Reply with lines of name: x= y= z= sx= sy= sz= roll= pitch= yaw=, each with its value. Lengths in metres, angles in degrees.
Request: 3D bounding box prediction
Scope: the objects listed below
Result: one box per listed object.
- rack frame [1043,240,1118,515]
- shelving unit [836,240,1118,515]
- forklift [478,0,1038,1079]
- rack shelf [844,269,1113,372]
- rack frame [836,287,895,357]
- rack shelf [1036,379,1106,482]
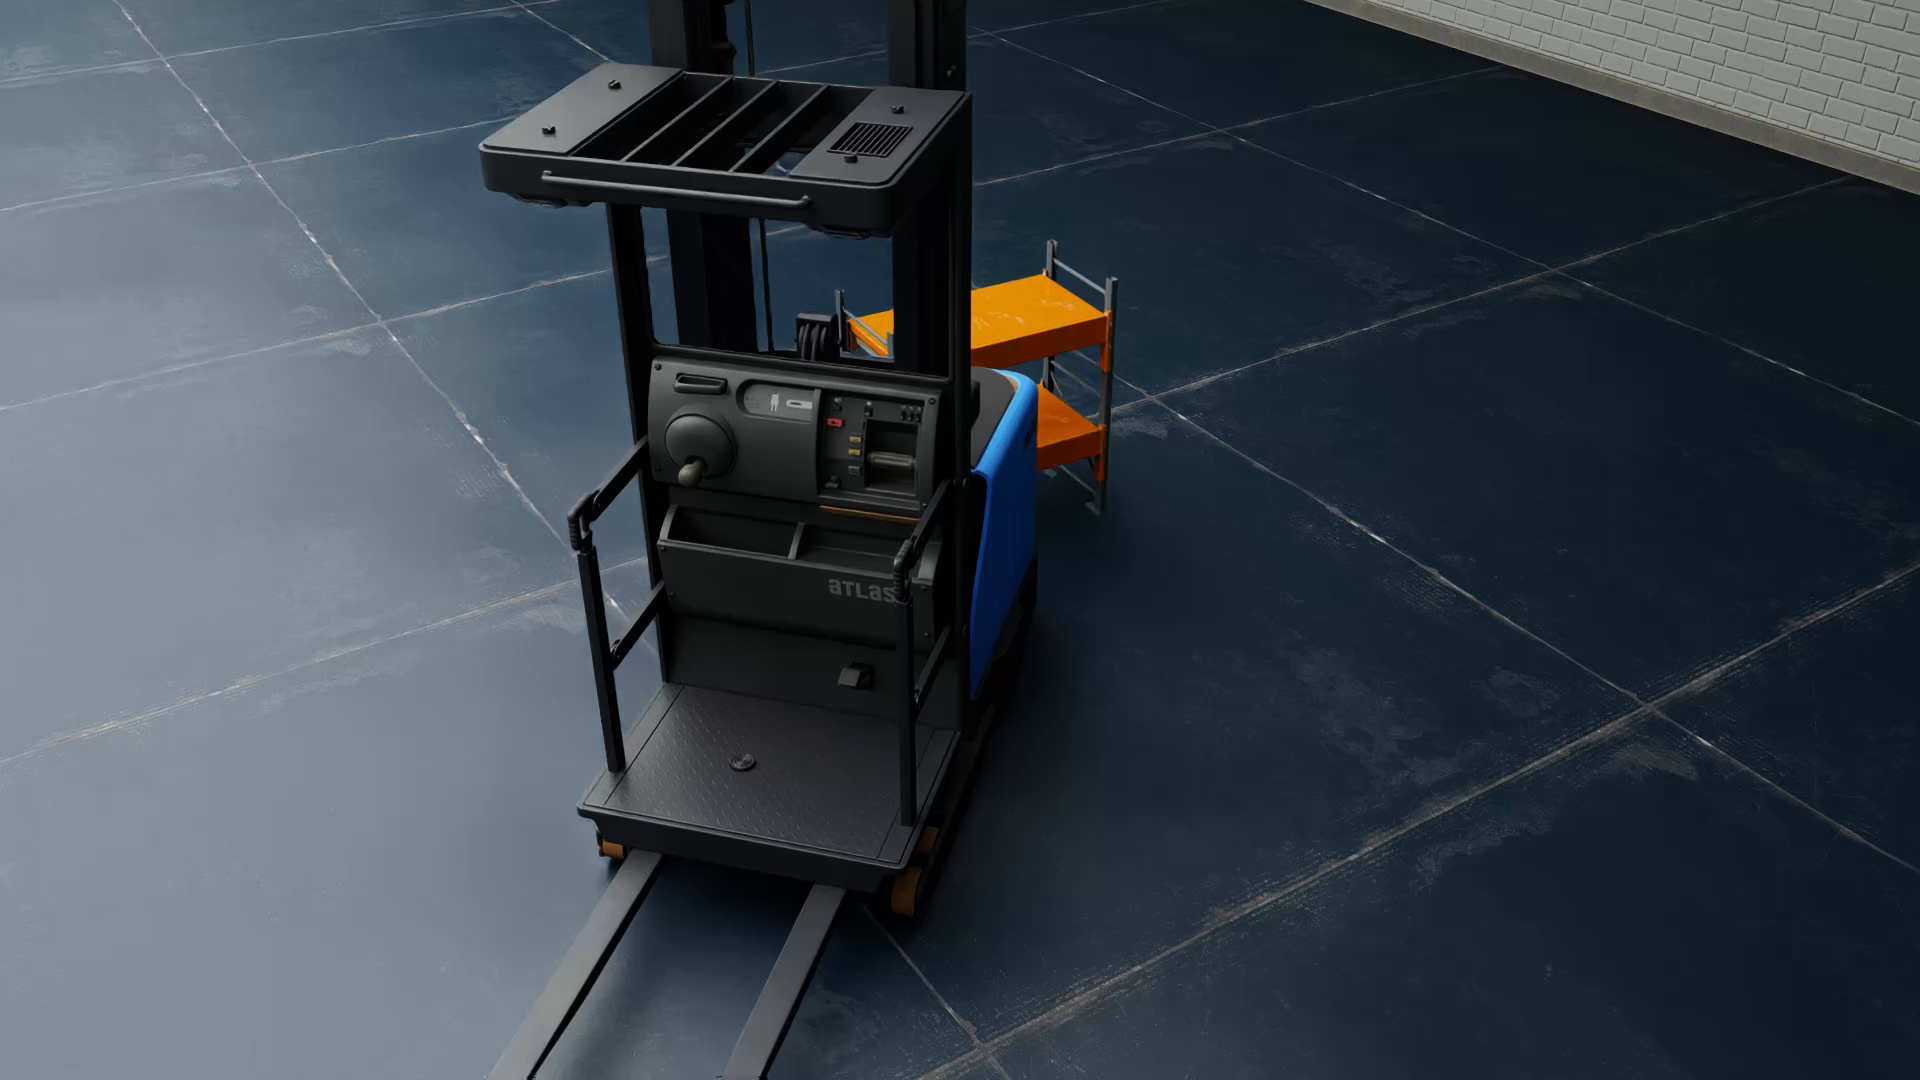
rack frame: x=0.513 y=-0.706 z=7.315 sx=0.032 sy=1.125 sz=0.500 roll=-17 pitch=36 yaw=-25
shelving unit: x=0.071 y=-0.572 z=7.102 sx=1.048 sy=1.125 sz=0.538 roll=-17 pitch=36 yaw=-25
forklift: x=-0.569 y=-0.264 z=4.922 sx=1.130 sy=2.935 sz=3.031 roll=8 pitch=33 yaw=13
rack shelf: x=0.071 y=-0.819 z=6.946 sx=1.000 sy=0.278 sz=0.538 roll=-17 pitch=36 yaw=-25
rack frame: x=-0.370 y=-0.438 z=6.890 sx=0.032 sy=1.125 sz=0.500 roll=-17 pitch=36 yaw=-25
rack shelf: x=0.071 y=-0.365 z=7.233 sx=1.000 sy=0.278 sz=0.538 roll=-17 pitch=36 yaw=-25
